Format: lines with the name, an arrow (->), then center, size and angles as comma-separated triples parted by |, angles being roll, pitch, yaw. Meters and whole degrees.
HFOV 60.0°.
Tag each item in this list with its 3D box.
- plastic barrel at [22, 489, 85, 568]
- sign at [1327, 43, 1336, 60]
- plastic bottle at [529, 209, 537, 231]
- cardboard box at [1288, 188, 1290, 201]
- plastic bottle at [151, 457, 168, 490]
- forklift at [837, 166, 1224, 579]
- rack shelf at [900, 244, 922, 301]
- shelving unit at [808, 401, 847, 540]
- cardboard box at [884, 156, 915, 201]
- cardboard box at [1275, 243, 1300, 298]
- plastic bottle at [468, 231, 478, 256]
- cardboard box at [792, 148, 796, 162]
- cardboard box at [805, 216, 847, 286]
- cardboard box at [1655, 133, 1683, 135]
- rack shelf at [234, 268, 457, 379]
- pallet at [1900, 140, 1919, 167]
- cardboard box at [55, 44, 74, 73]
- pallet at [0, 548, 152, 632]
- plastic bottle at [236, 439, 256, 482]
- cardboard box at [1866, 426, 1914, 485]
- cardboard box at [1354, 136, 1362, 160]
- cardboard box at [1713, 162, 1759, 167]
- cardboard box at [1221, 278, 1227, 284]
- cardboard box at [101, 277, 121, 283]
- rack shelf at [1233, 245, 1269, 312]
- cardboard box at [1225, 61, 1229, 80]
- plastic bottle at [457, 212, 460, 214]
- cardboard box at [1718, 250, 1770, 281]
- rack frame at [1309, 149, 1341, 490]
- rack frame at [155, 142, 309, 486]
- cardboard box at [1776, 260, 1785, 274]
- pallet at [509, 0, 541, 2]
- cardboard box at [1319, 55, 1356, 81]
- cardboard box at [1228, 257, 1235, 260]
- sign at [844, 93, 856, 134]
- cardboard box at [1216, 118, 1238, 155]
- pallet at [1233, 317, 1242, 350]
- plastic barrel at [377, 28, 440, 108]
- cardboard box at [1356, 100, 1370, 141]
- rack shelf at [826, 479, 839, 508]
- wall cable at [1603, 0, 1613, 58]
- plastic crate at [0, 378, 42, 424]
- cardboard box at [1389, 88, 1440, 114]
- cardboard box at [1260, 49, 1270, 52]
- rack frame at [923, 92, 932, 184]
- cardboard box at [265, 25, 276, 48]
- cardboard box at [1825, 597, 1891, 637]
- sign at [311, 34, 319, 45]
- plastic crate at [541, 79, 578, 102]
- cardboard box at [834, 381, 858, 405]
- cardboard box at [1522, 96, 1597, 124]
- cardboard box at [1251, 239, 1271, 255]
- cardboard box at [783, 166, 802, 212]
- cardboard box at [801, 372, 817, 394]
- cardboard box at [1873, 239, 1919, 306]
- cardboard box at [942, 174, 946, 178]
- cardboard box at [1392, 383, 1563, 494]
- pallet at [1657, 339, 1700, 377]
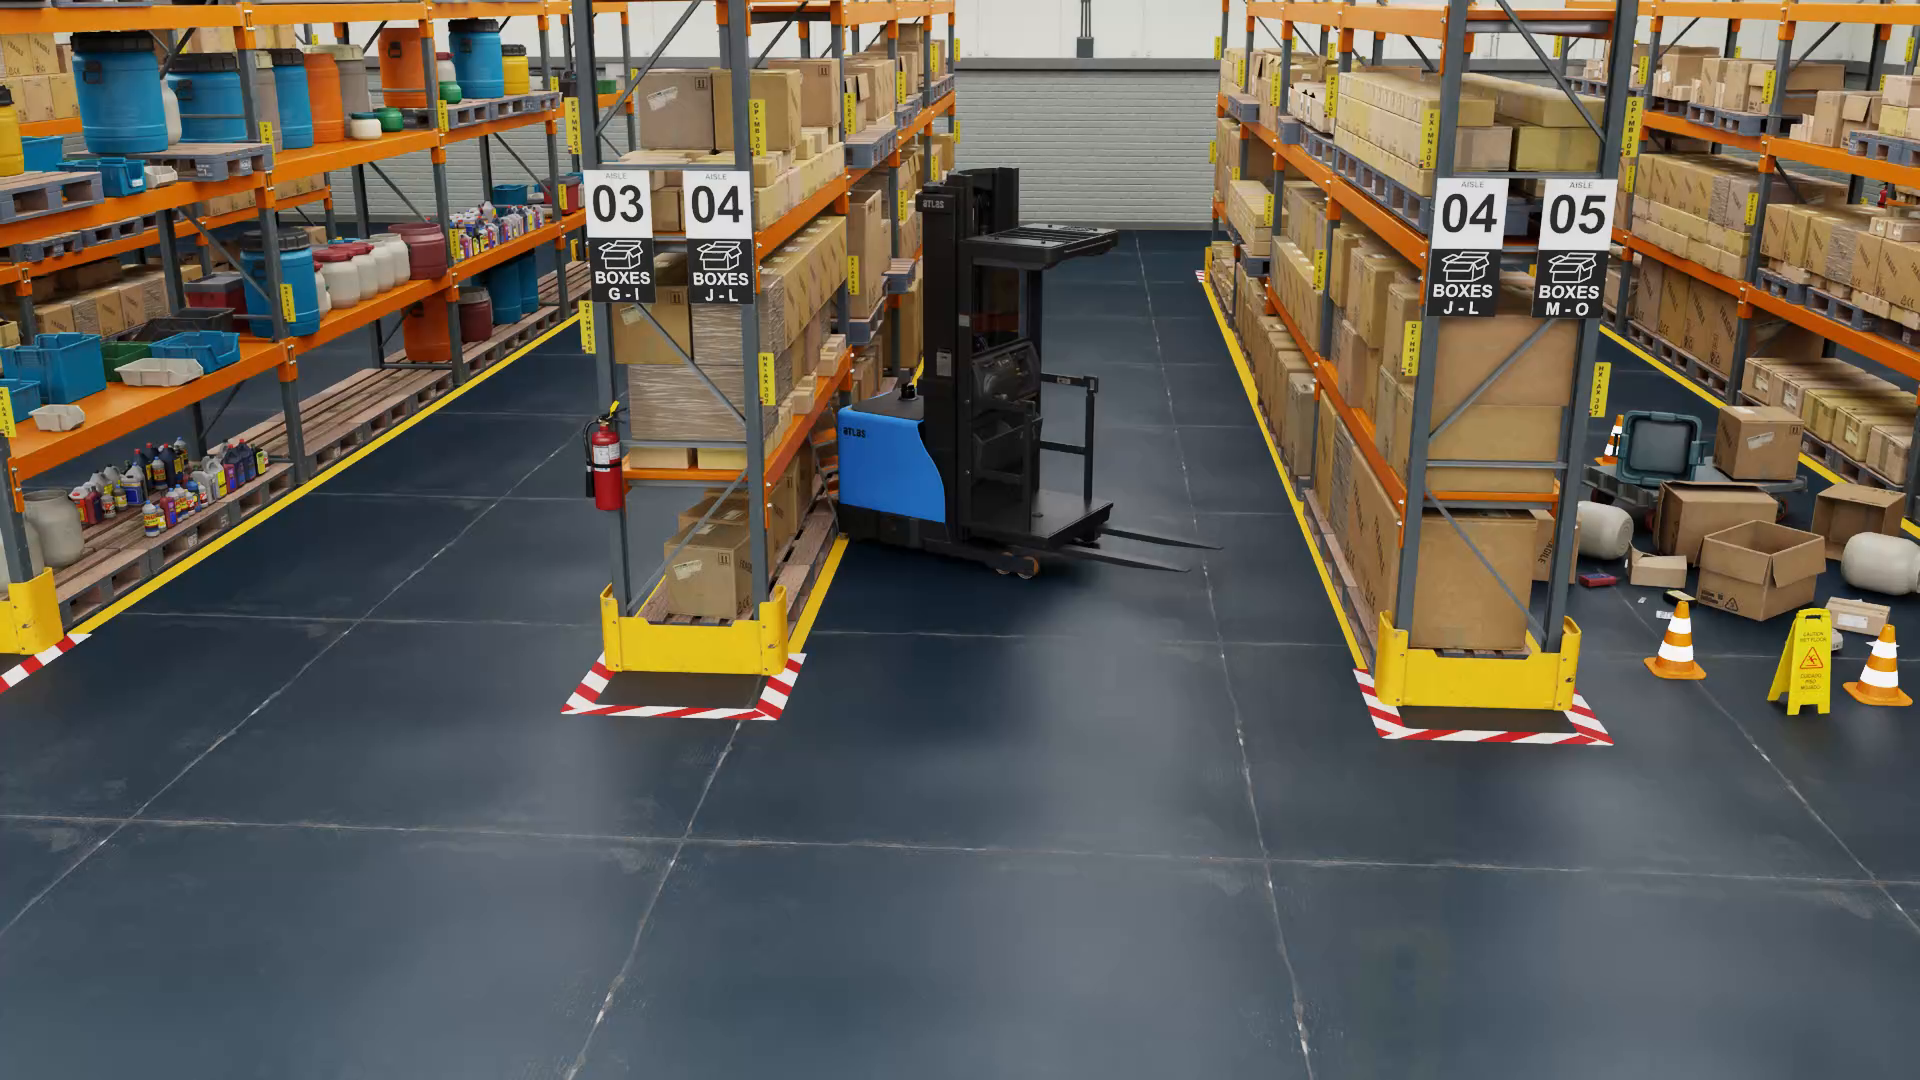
plastic barrel -> -6.667, -0.081, 12.173 | 0.421, 0.512, 0.421 | 0, 18, 0
sign -> 4.621, -6.023, 20.706 | 0.100, 0.325, 0.005 | 1, 18, 4
plastic bottle -> -5.545, -4.126, 21.398 | 0.152, 0.276, 0.135 | 1, 18, 4
cardboard box -> 4.175, -4.164, 20.089 | 0.380, 0.149, 0.250 | 1, 18, 4
plastic bottle -> -6.749, -0.567, 14.012 | 0.097, 0.271, 0.097 | 0, 18, 0
forklift -> 0.533, -1.290, 12.653 | 3.031, 2.935, 1.130 | 11, 21, 30
rack shelf -> -1.016, -3.355, 20.000 | 1.077, 0.370, 4.000 | 1, 18, 4
shelving unit -> -1.042, -0.647, 13.536 | 0.258, 1.200, 0.503 | -17, 13, -3
cardboard box -> -0.971, -4.431, 20.356 | 0.797, 0.503, 0.637 | 1, 18, 5
cardboard box -> 3.445, -2.690, 16.654 | 0.500, 0.500, 0.500 | 1, 18, 3
plastic bottle -> -5.658, -3.442, 19.298 | 0.061, 0.283, 0.133 | 1, 18, 4
cardboard box -> -1.378, -2.778, 11.868 | 0.380, 0.149, 0.250 | 1, 18, 2
cardboard box -> -1.204, -2.351, 13.538 | 0.500, 0.500, 0.500 | 1, 18, 4
cardboard box -> 9.350, -5.256, 21.838 | 0.380, 0.149, 0.250 | 1, 18, 4
rack shelf -> -6.243, -2.223, 16.546 | 1.077, 0.370, 4.000 | 1, 18, 4
pallet -> 8.588, -3.138, 13.666 | 1.213, 0.211, 1.003 | 1, 18, 4
cardboard box -> -10.956, -5.691, 20.161 | 0.600, 0.600, 0.600 | 1, 18, 2
pallet -> -6.651, 0.347, 12.026 | 1.003, 0.211, 1.213 | 1, 18, 4
plastic bottle -> -6.146, -0.688, 14.252 | 0.144, 0.351, 0.185 | 1, 18, 2
cardboard box -> 8.473, -0.726, 14.367 | 0.950, 0.372, 0.625 | 2, 18, 5
cardboard box -> 3.057, -2.823, 11.972 | 0.380, 0.149, 0.250 | 1, 18, 3
cardboard box -> 9.144, -4.157, 19.526 | 0.500, 0.500, 0.500 | 2, 18, 6
cardboard box -> 3.899, -3.627, 23.578 | 0.380, 0.149, 0.250 | 1, 18, 4
cardboard box -> -11.102, -3.096, 21.361 | 0.500, 0.500, 0.500 | 2, 18, 5
rack shelf -> 3.923, -3.213, 19.566 | 1.077, 0.370, 4.000 | 1, 18, 4
cardboard box -> 3.978, -6.561, 23.248 | 0.500, 0.250, 0.500 | 1, 18, 5
plastic bottle -> -6.329, -3.993, 20.979 | 0.061, 0.283, 0.133 | 1, 18, 4
cardboard box -> 8.502, -2.946, 17.837 | 0.500, 0.250, 0.500 | 1, 18, 2
rack frame -> 3.493, -1.691, 13.767 | 1.000, 3.000, 0.127 | 1, 18, 4
rack frame -> -6.387, -1.944, 14.538 | 1.000, 3.000, 0.127 | 1, 18, 4
cardboard box -> 8.462, -2.751, 16.730 | 0.380, 0.149, 0.250 | 0, 18, 1
pallet -> -5.842, -6.742, 20.492 | 1.003, 0.211, 1.213 | 1, 18, 4
cardboard box -> 4.100, -5.130, 18.054 | 0.396, 0.266, 0.258 | 1, 18, 4
cardboard box -> 3.980, -3.901, 23.460 | 0.380, 0.149, 0.250 | 1, 18, 4
sign -> -0.905, -3.495, 13.623 | 0.100, 0.325, 0.005 | 1, 18, 4
cardboard box -> 4.057, -5.949, 24.516 | 0.500, 0.500, 0.500 | 1, 18, 4
pallet -> 4.013, -2.609, 21.046 | 1.003, 0.211, 1.213 | 1, 18, 4
plastic barrel -> -6.056, -5.191, 18.268 | 0.600, 0.830, 0.708 | 1, 18, 4
cardboard box -> 3.109, -2.975, 11.795 | 0.500, 0.250, 0.500 | 1, 18, 3
rack shelf -> -0.968, -0.399, 13.596 | 0.258, 0.148, 0.480 | -17, 13, -3
wall cable -> 12.951, -9.889, 29.091 | 2.988, 3.039, 0.133 | 1, 18, 4
plastic crate -> -6.884, -0.995, 11.880 | 0.499, 0.251, 0.408 | 1, 18, 4
cardboard box -> 2.966, -2.808, 10.647 | 0.380, 0.149, 0.250 | 1, 18, 4
cardboard box -> 4.490, -6.935, 23.752 | 0.380, 0.149, 0.250 | 1, 18, 2
rack frame -> -0.873, -4.318, 21.783 | 1.000, 3.000, 0.127 | 1, 18, 4
cardboard box -> -10.608, -7.417, 24.659 | 0.700, 0.500, 0.500 | 1, 18, 4
cardboard box -> 6.230, 0.533, 11.557 | 0.380, 0.149, 0.250 | 12, 22, 32
sign -> -9.915, -7.610, 25.591 | 0.100, 0.325, 0.005 | 1, 18, 4
plastic crate -> -5.451, -6.171, 22.833 | 0.497, 0.269, 0.590 | 1, 18, 4
cardboard box -> -1.328, -1.192, 15.553 | 0.700, 0.500, 0.500 | 1, 18, 4
cardboard box -> 3.567, -2.555, 9.875 | 0.380, 0.149, 0.250 | 1, 18, 4
cardboard box -> 3.357, -3.177, 18.031 | 0.380, 0.149, 0.250 | 2, 18, 5
cardboard box -> -1.371, -2.403, 11.363 | 0.500, 0.250, 0.500 | 1, 18, 4
cardboard box -> -1.291, -1.175, 12.595 | 0.380, 0.149, 0.250 | 1, 18, 4
cardboard box -> 8.276, -2.303, 14.322 | 0.500, 0.500, 0.500 | 1, 18, 4
cardboard box -> -0.430, -5.158, 24.111 | 0.500, 0.250, 0.500 | 1, 18, 2
cardboard box -> 3.188, -0.636, 10.307 | 0.875, 0.550, 0.550 | 1, 18, 4
pallet -> 8.946, -2.150, 19.647 | 1.003, 0.211, 1.213 | 1, 18, 4
